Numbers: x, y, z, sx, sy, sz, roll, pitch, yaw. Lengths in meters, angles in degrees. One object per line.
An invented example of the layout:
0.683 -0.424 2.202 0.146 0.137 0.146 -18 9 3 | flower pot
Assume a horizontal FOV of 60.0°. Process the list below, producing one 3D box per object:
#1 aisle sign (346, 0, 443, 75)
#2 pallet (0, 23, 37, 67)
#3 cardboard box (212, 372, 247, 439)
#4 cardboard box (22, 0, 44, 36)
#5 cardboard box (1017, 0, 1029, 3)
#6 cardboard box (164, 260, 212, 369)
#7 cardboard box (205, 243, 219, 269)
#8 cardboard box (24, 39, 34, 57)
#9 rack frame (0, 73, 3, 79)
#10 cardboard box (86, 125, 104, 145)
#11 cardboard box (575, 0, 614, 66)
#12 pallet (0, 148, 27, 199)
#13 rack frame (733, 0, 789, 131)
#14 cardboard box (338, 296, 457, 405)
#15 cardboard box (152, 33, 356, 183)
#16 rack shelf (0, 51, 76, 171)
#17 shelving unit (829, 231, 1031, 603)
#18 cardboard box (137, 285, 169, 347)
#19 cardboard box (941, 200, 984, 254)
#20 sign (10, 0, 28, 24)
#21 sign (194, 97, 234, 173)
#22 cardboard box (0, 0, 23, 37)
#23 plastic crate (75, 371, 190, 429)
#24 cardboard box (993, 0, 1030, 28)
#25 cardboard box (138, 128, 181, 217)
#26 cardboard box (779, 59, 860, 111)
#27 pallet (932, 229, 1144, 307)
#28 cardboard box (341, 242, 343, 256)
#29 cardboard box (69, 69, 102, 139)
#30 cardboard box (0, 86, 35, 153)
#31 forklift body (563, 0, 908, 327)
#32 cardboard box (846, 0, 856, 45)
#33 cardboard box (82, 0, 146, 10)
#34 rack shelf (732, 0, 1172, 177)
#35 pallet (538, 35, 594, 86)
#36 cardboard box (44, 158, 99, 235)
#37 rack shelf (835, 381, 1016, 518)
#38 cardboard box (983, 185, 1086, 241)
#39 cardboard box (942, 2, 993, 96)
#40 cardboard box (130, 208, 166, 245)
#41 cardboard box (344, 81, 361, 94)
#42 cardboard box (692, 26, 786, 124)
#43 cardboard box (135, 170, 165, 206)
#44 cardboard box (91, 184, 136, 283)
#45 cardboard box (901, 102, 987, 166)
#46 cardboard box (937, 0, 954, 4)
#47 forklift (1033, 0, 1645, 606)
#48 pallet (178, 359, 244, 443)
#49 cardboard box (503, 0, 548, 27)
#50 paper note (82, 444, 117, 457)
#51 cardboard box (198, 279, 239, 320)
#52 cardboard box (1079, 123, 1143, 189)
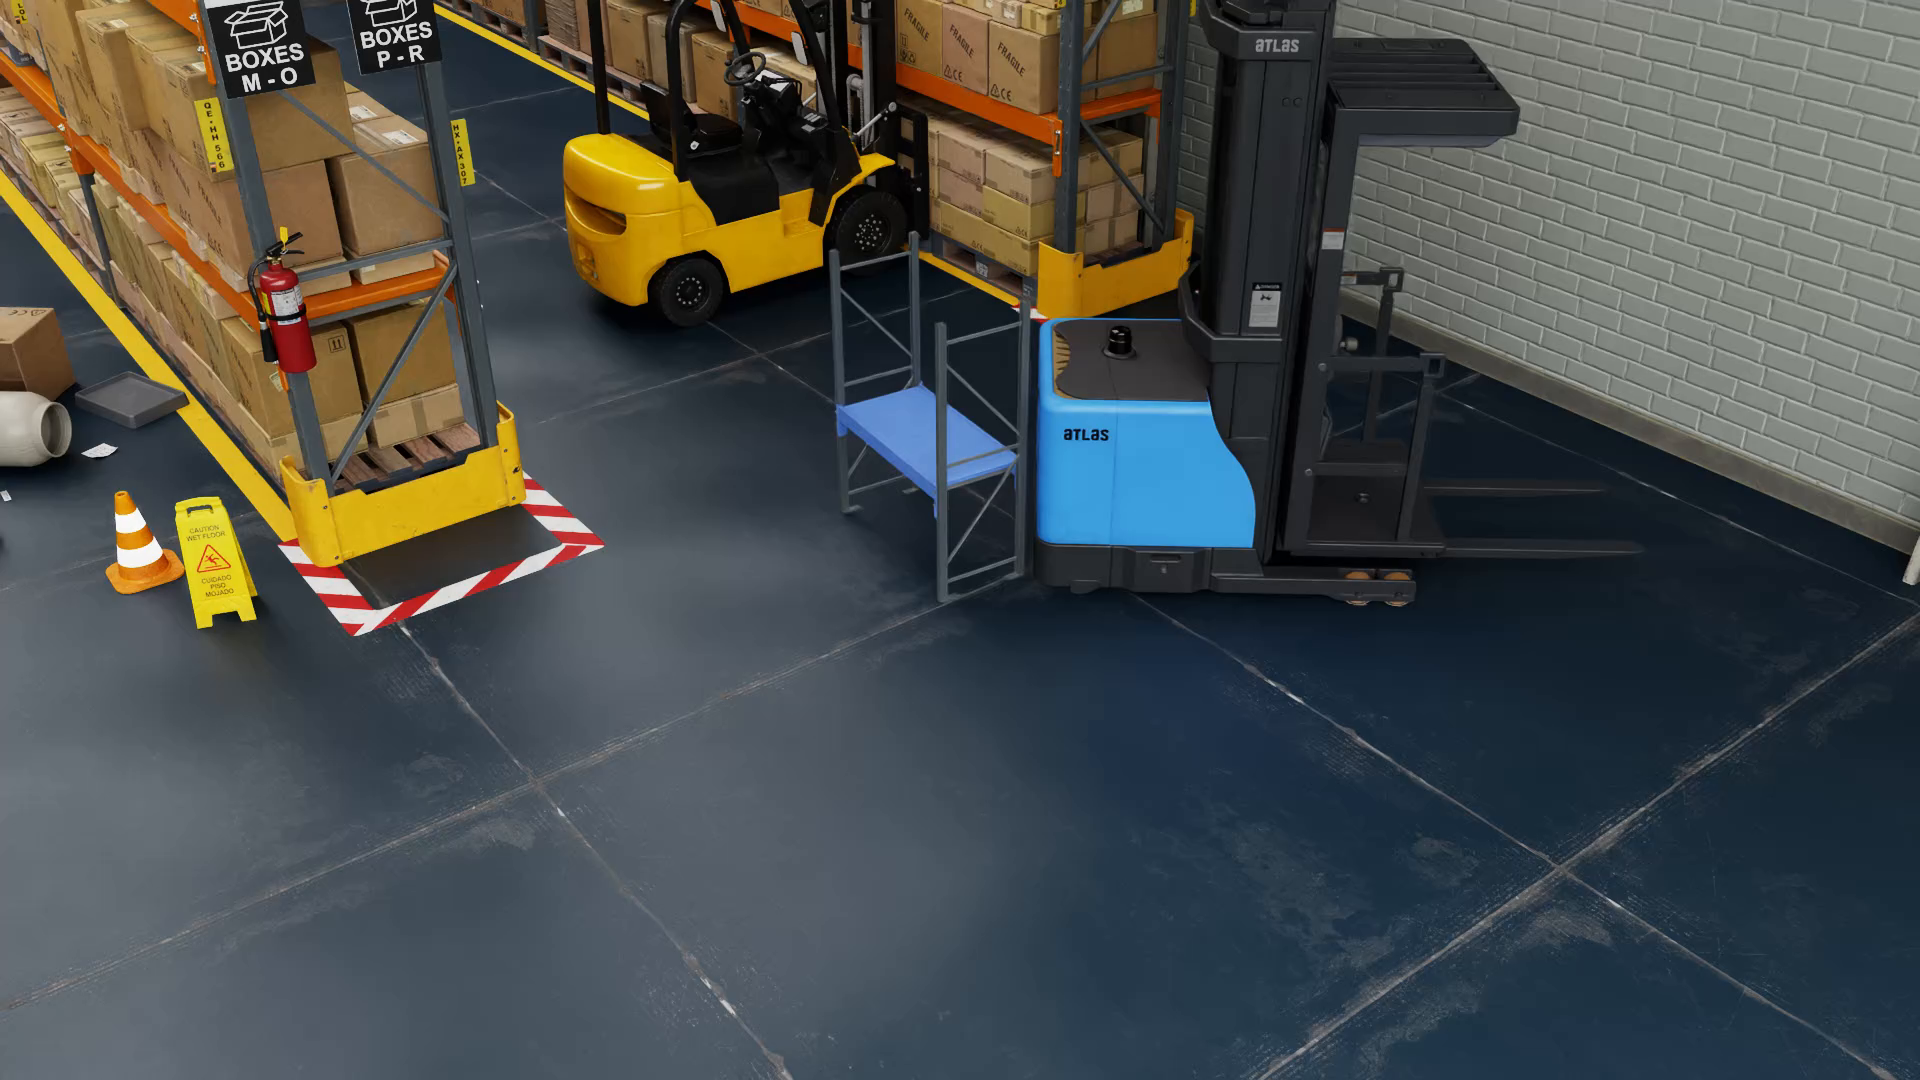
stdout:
-2.589 -2.527 7.511 0.394 0.787 0.004 -22 38 -31 | aisle sign
-6.531 -3.789 12.189 1.003 0.211 1.213 -22 38 -31 | pallet
-3.891 -0.826 9.446 0.500 0.250 0.500 -22 38 -31 | cardboard box
-5.226 -3.355 9.984 0.700 0.500 0.500 -23 38 -32 | cardboard box
0.485 -3.574 10.669 0.380 0.149 0.250 -22 38 -31 | cardboard box
-4.196 -1.355 9.586 0.500 0.500 0.500 -23 39 -32 | cardboard box
-3.653 -1.511 8.578 0.380 0.149 0.250 -23 39 -32 | cardboard box
-6.006 -3.327 11.104 0.380 0.149 0.250 -24 39 -33 | cardboard box
-7.777 -4.682 13.445 1.000 3.000 0.127 -22 38 -31 | rack frame
-5.189 -2.585 10.307 0.380 0.149 0.250 -21 38 -30 | cardboard box
-3.080 -4.925 15.689 0.875 0.625 0.625 -21 37 -30 | cardboard box
-7.299 -3.171 13.656 1.003 0.211 1.213 -22 38 -31 | pallet
-1.406 -4.622 13.349 1.000 3.000 0.127 -22 38 -31 | rack frame
-3.163 -1.112 9.195 0.500 0.500 0.500 -24 39 -33 | cardboard box
-3.357 -2.084 7.938 0.700 0.500 0.500 -23 39 -33 | cardboard box
-6.551 -3.543 12.293 1.077 0.370 4.000 -22 38 -31 | rack shelf
-0.161 -0.628 8.340 0.538 1.500 1.048 -18 36 -27 | shelving unit
-4.840 -1.473 10.487 0.500 0.250 0.500 -20 37 -29 | cardboard box
0.212 -2.270 11.769 0.500 0.250 0.500 -22 38 -31 | cardboard box
-5.761 -3.326 10.164 0.100 0.325 0.005 -22 38 -31 | sign
-3.322 -1.803 7.413 0.100 0.325 0.005 -22 38 -31 | sign
-6.094 -3.687 11.068 0.500 0.500 0.500 -22 38 -31 | cardboard box
-5.009 -0.855 10.051 0.583 0.080 0.402 18 36 27 | plastic crate
0.433 -3.424 10.711 0.380 0.149 0.250 -22 38 -31 | cardboard box
-4.030 -2.074 8.869 0.500 0.500 0.500 -22 38 -32 | cardboard box
-1.052 -3.538 12.864 0.500 0.250 0.500 -22 38 -31 | cardboard box
0.545 -2.076 11.892 1.003 0.211 1.213 -22 38 -31 | pallet
-3.083 -1.550 8.641 0.380 0.149 0.250 -22 38 -31 | cardboard box
-4.949 -2.709 9.891 0.500 0.500 0.500 -22 38 -32 | cardboard box
-7.439 -3.505 13.644 0.950 0.372 0.625 -25 40 -34 | cardboard box
-1.557 -2.795 11.211 2.313 2.155 1.214 -22 38 -31 | forklift body
-0.696 -3.973 12.209 0.500 0.500 0.500 -23 38 -32 | cardboard box
-4.252 -2.729 8.977 0.700 0.500 0.500 -23 38 -32 | cardboard box
-0.179 -3.483 12.197 1.077 0.370 4.000 -22 38 -31 | rack shelf
-3.385 -4.749 16.197 1.003 0.211 1.213 -22 38 -31 | pallet
-6.092 -2.593 12.175 0.950 0.372 0.625 -20 37 -29 | cardboard box
-0.161 -0.475 8.435 0.538 0.185 1.000 -18 36 -27 | rack shelf
0.502 -2.280 11.312 0.500 0.250 0.500 -23 38 -32 | cardboard box
0.227 -3.337 11.185 0.500 0.500 0.500 -21 38 -30 | cardboard box
-4.663 -1.890 9.832 0.380 0.149 0.250 -20 37 -29 | cardboard box
-3.577 -2.231 9.122 0.500 0.500 0.500 -23 39 -32 | cardboard box
-1.735 -4.006 14.209 0.875 0.625 0.625 -20 37 -29 | cardboard box
-4.431 -2.041 9.431 0.380 0.149 0.250 -22 38 -32 | cardboard box
-5.176 -2.011 10.641 0.500 0.500 0.500 -20 37 -29 | cardboard box
-0.117 -2.899 11.836 0.500 0.250 0.500 -22 38 -31 | cardboard box
-0.022 -3.755 11.243 0.380 0.149 0.250 -24 39 -33 | cardboard box
1.896 -1.204 7.911 3.031 2.935 1.130 1 32 2 | forklift
-4.132 -1.053 10.245 1.003 0.211 1.213 -22 38 -31 | pallet
-4.288 -5.513 16.754 0.500 0.500 0.500 -21 38 -30 | cardboard box
-4.940 -0.516 9.551 0.148 0.019 0.142 18 36 27 | paper note
-3.847 -1.333 8.936 0.380 0.149 0.250 -21 38 -30 | cardboard box
0.902 -2.652 11.437 0.500 0.250 0.500 -23 39 -32 | cardboard box
